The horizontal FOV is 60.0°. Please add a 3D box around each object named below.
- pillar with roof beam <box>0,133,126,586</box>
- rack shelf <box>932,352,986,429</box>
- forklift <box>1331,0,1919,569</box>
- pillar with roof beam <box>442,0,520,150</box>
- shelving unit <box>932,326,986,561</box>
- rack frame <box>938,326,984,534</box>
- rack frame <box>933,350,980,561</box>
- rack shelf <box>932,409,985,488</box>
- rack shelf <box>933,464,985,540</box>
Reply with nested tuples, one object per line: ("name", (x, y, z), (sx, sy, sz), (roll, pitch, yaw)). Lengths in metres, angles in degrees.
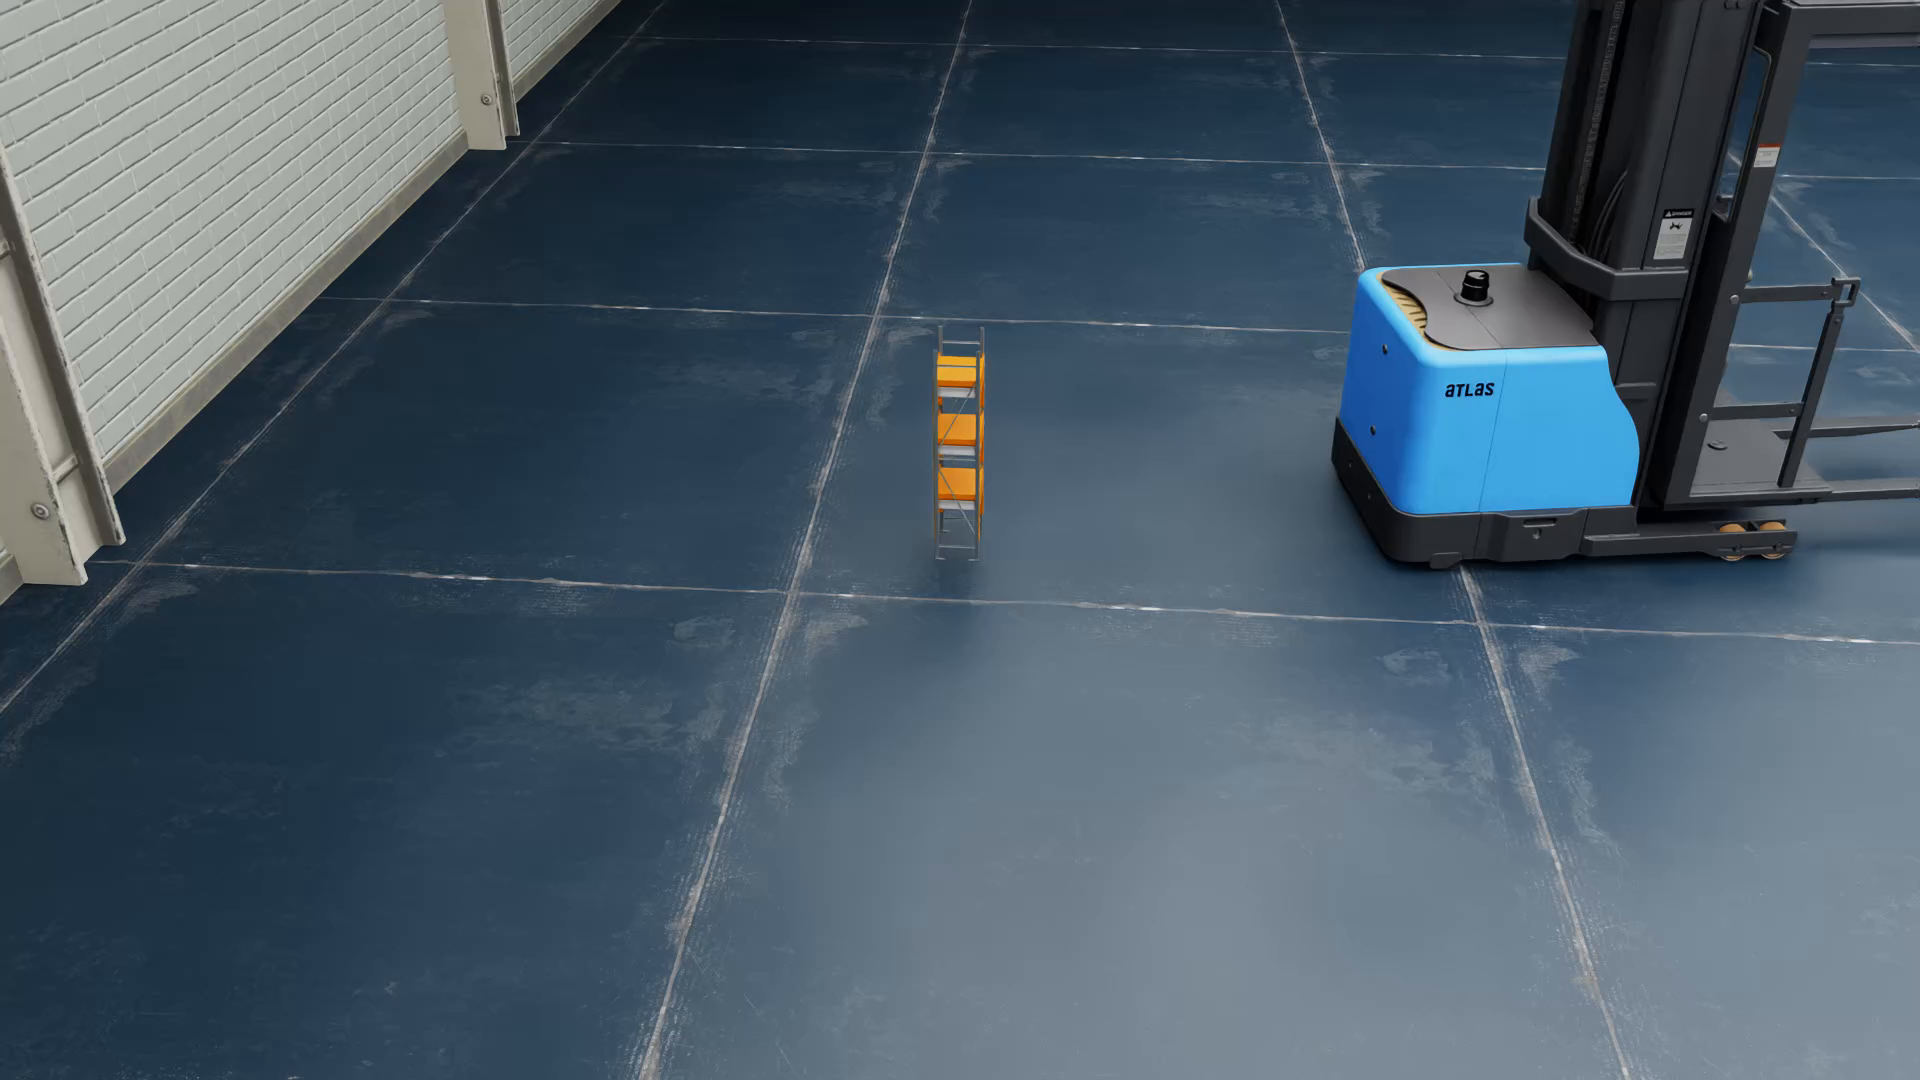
("pillar with roof beam", (0.235, -3.554, 4.940), (9.100, 9.000, 0.400), (2, 32, 4))
("rack shelf", (-0.004, -0.652, 7.286), (0.215, 0.259, 0.240), (2, 32, 4))
("forklift", (3.388, -1.427, 7.272), (3.031, 2.935, 1.130), (-3, 32, -4))
("pillar with roof beam", (0.724, -6.692, 10.031), (9.100, 9.000, 0.400), (2, 32, 4))
("shelving unit", (-0.004, -0.419, 7.429), (0.215, 1.050, 0.252), (2, 32, 4))
("rack frame", (0.006, -0.483, 7.533), (0.200, 1.050, 0.008), (2, 32, 4))
("rack frame", (-0.014, -0.355, 7.326), (0.200, 1.050, 0.008), (2, 32, 4))
("rack shelf", (-0.004, -0.410, 7.435), (0.215, 0.259, 0.240), (2, 32, 4))
("rack shelf", (-0.004, -0.173, 7.581), (0.215, 0.259, 0.240), (2, 32, 4))
